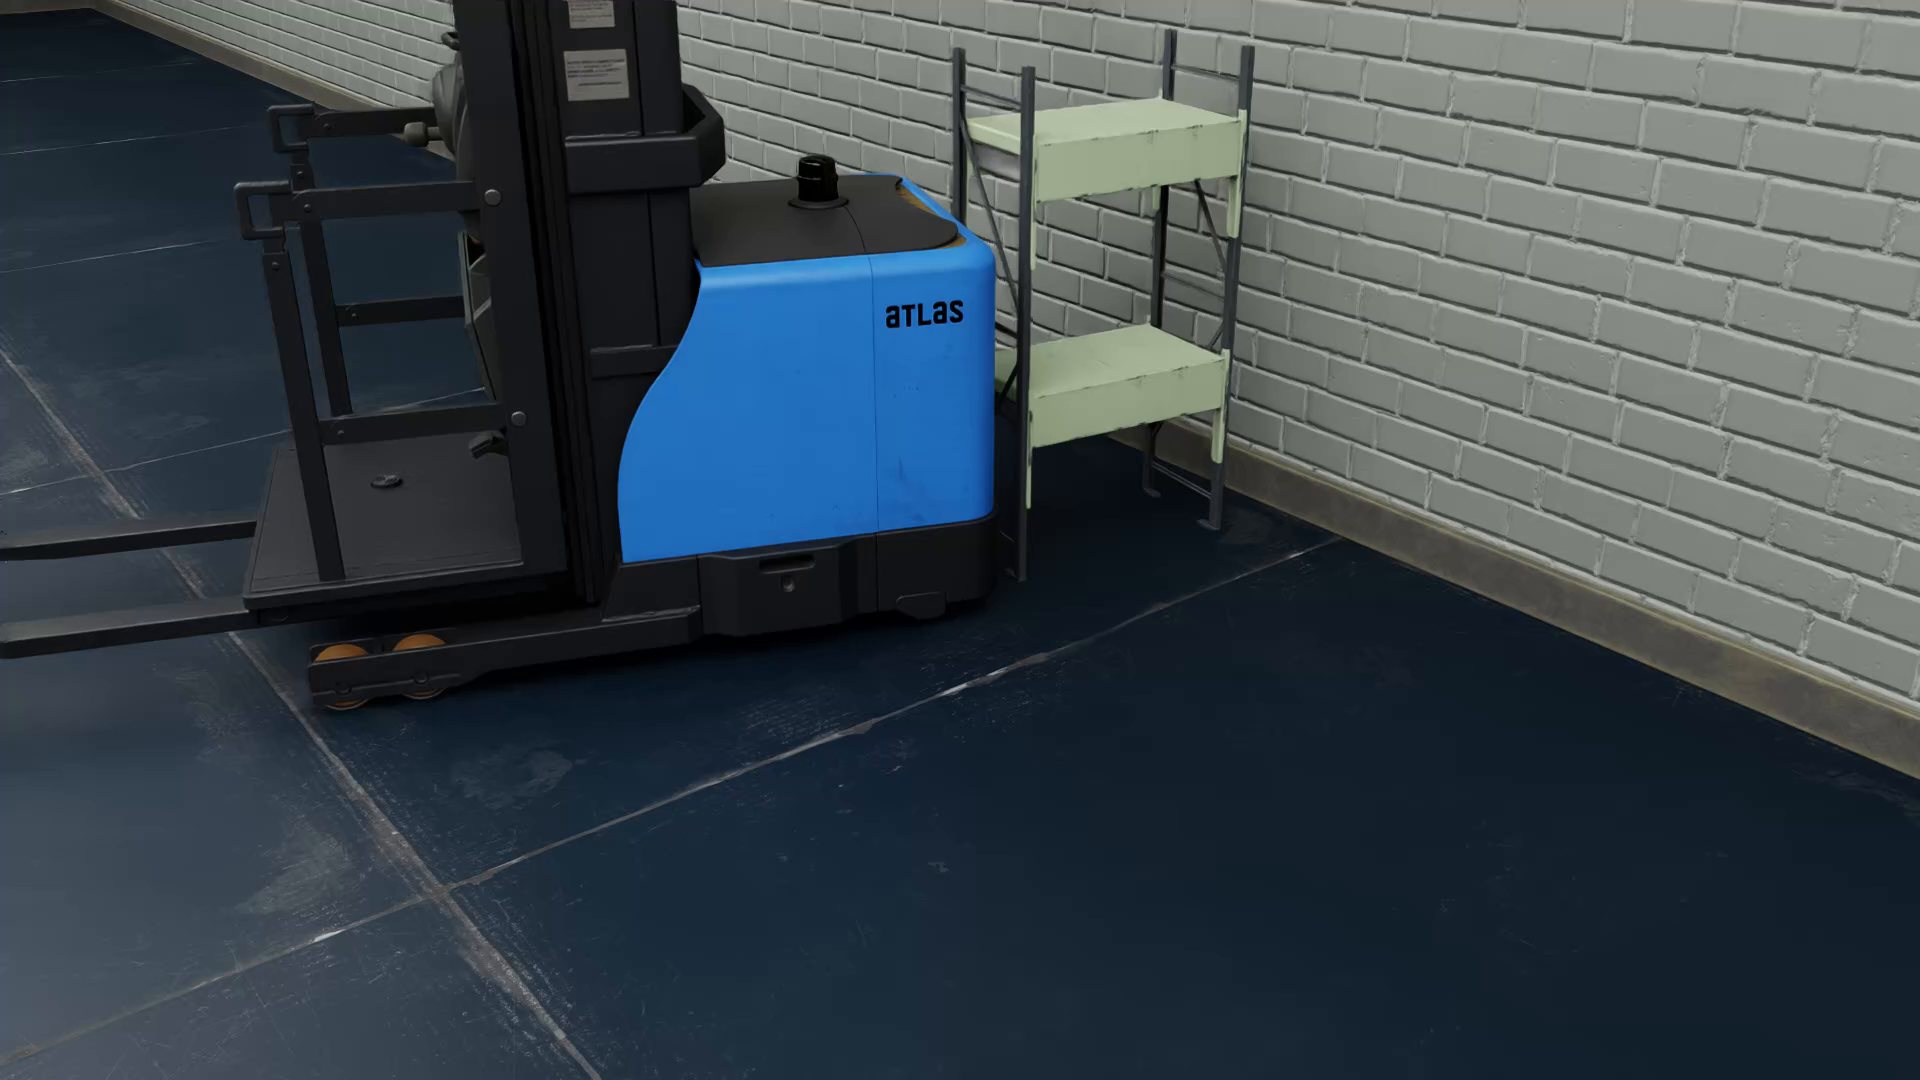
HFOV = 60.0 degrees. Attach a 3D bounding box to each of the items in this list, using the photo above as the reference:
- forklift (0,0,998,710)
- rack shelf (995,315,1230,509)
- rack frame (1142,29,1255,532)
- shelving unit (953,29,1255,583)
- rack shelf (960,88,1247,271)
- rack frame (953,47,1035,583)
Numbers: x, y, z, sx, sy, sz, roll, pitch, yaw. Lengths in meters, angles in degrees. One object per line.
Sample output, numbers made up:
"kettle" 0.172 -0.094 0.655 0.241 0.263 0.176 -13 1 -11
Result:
"forklift" -1.467 -1.138 4.219 3.031 2.935 1.130 -7 26 -15
"rack shelf" 0.406 -0.409 5.123 0.720 0.370 0.431 -14 28 -27
"rack frame" 0.723 -0.781 5.152 0.023 1.500 0.400 -14 28 -27
"shelving unit" 0.406 -0.704 4.986 0.755 1.500 0.431 -14 28 -27
"rack shelf" 0.406 -1.058 4.822 0.720 0.370 0.431 -14 28 -27
"rack frame" 0.089 -0.628 4.821 0.023 1.500 0.400 -14 28 -27
